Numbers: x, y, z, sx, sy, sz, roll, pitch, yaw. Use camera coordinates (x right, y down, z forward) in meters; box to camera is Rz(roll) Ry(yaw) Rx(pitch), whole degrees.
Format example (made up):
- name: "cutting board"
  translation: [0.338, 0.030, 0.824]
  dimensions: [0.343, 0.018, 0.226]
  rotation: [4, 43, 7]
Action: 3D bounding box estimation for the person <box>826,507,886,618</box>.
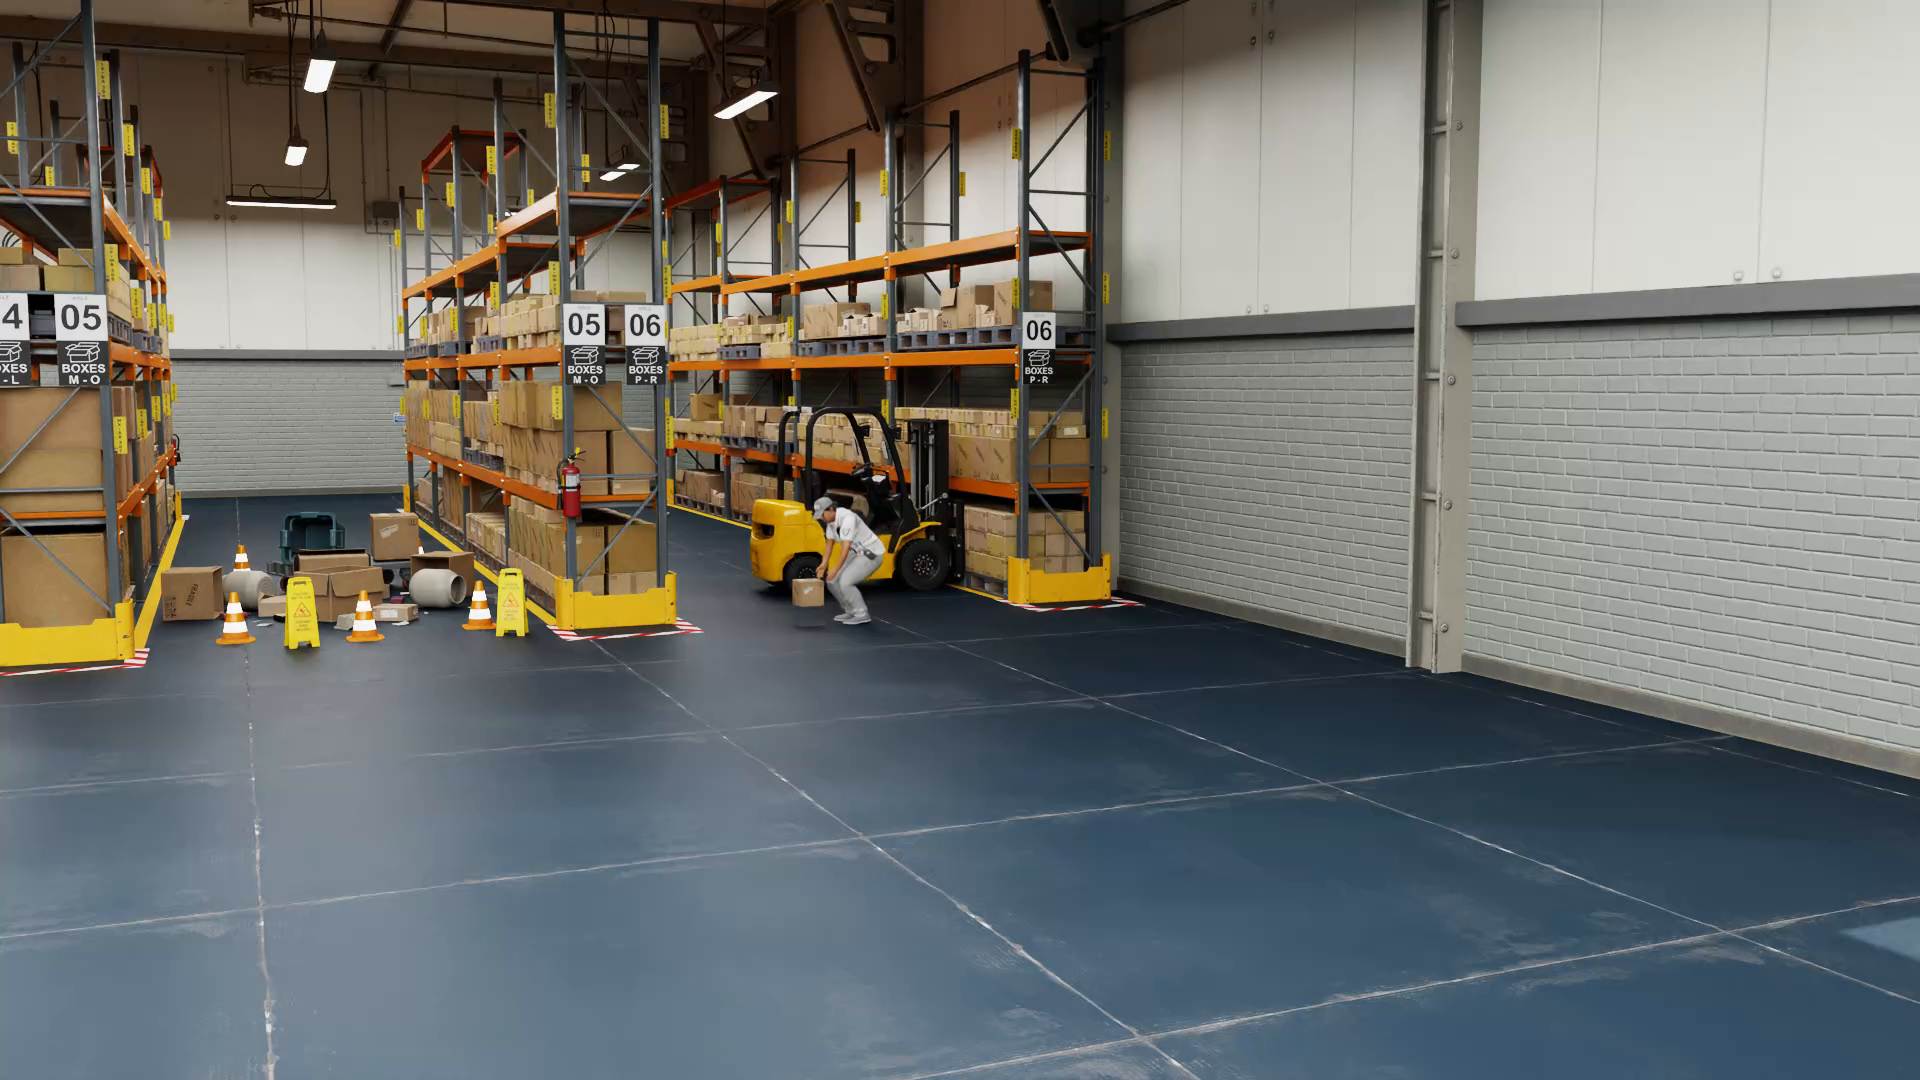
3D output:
- name: "person"
  translation: [-1.042, 0.220, 16.941]
  dimensions: [0.549, 1.126, 0.494]
  rotation: [-2, 6, -24]
